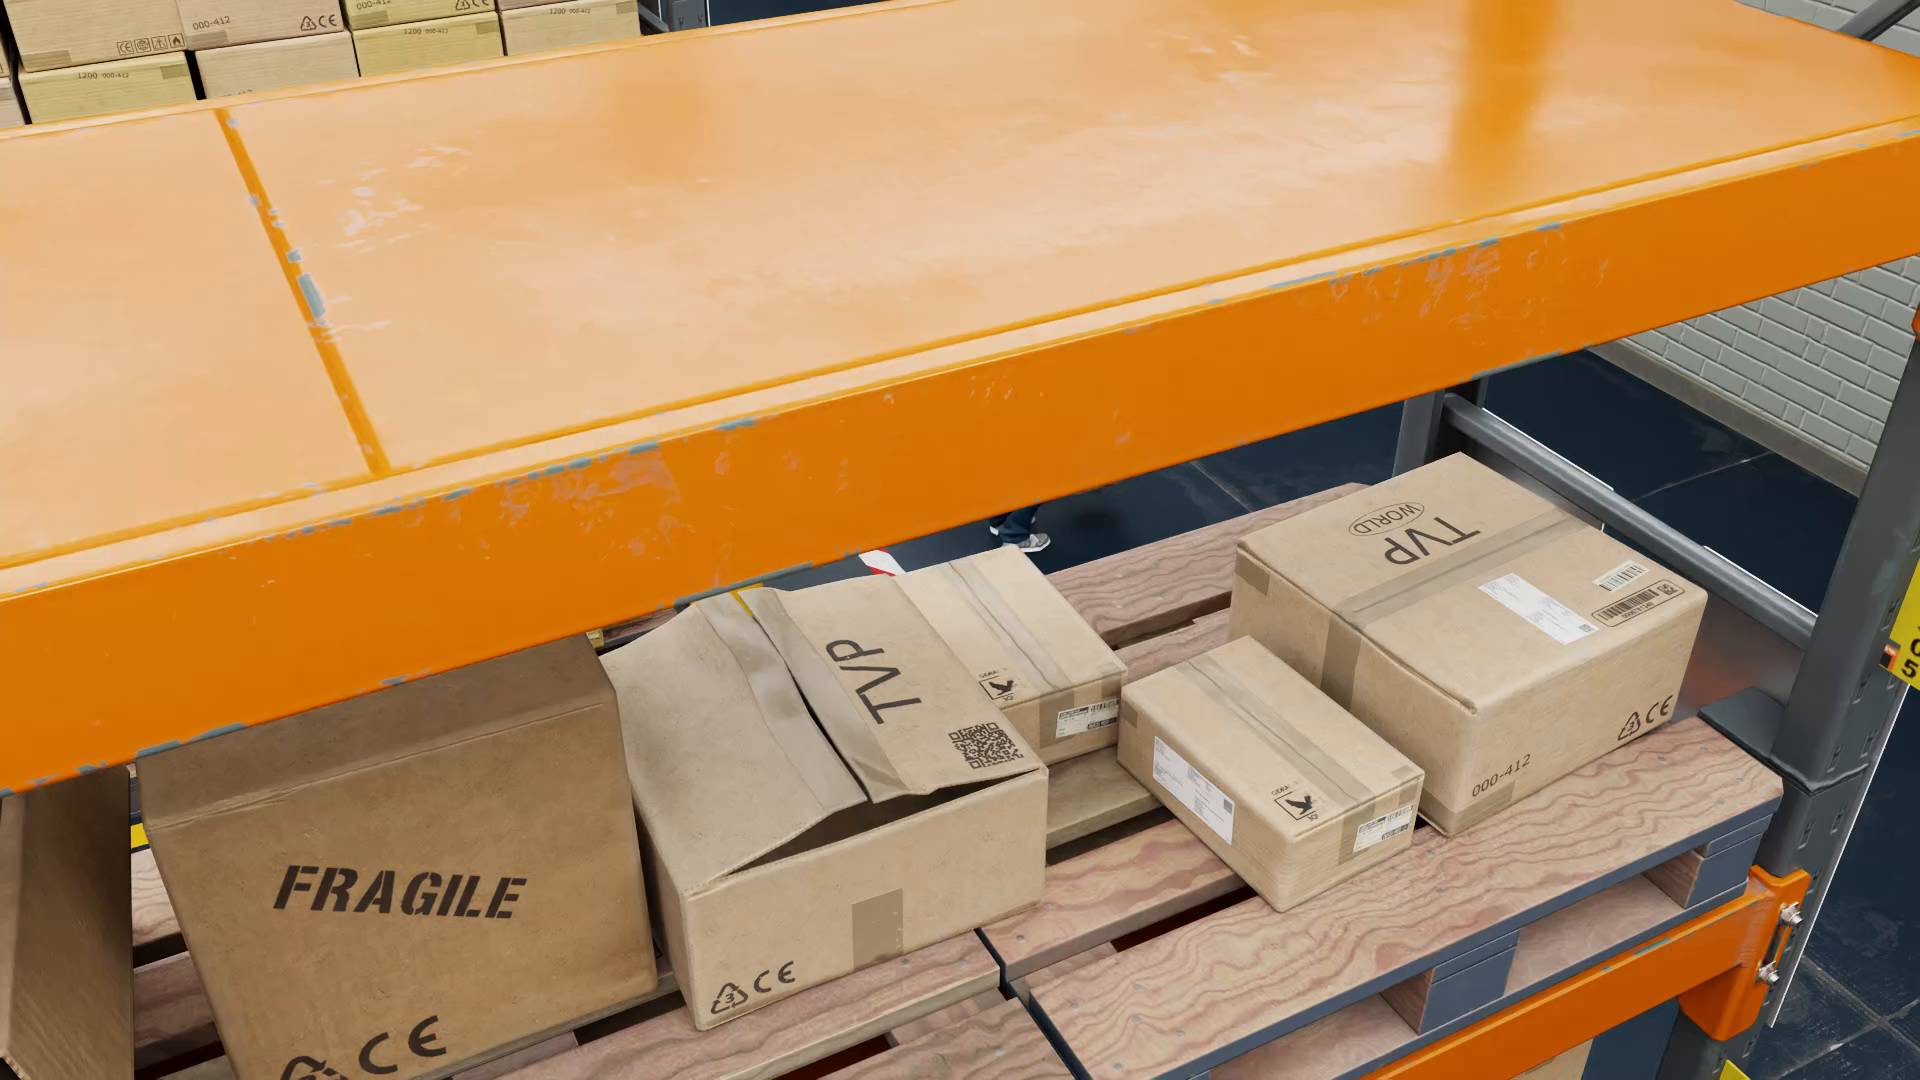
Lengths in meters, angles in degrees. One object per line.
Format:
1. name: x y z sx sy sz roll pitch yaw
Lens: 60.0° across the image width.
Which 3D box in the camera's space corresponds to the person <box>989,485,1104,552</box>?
1. person: 0.459 -0.472 8.405 0.871 1.001 0.391 -18 37 -24
